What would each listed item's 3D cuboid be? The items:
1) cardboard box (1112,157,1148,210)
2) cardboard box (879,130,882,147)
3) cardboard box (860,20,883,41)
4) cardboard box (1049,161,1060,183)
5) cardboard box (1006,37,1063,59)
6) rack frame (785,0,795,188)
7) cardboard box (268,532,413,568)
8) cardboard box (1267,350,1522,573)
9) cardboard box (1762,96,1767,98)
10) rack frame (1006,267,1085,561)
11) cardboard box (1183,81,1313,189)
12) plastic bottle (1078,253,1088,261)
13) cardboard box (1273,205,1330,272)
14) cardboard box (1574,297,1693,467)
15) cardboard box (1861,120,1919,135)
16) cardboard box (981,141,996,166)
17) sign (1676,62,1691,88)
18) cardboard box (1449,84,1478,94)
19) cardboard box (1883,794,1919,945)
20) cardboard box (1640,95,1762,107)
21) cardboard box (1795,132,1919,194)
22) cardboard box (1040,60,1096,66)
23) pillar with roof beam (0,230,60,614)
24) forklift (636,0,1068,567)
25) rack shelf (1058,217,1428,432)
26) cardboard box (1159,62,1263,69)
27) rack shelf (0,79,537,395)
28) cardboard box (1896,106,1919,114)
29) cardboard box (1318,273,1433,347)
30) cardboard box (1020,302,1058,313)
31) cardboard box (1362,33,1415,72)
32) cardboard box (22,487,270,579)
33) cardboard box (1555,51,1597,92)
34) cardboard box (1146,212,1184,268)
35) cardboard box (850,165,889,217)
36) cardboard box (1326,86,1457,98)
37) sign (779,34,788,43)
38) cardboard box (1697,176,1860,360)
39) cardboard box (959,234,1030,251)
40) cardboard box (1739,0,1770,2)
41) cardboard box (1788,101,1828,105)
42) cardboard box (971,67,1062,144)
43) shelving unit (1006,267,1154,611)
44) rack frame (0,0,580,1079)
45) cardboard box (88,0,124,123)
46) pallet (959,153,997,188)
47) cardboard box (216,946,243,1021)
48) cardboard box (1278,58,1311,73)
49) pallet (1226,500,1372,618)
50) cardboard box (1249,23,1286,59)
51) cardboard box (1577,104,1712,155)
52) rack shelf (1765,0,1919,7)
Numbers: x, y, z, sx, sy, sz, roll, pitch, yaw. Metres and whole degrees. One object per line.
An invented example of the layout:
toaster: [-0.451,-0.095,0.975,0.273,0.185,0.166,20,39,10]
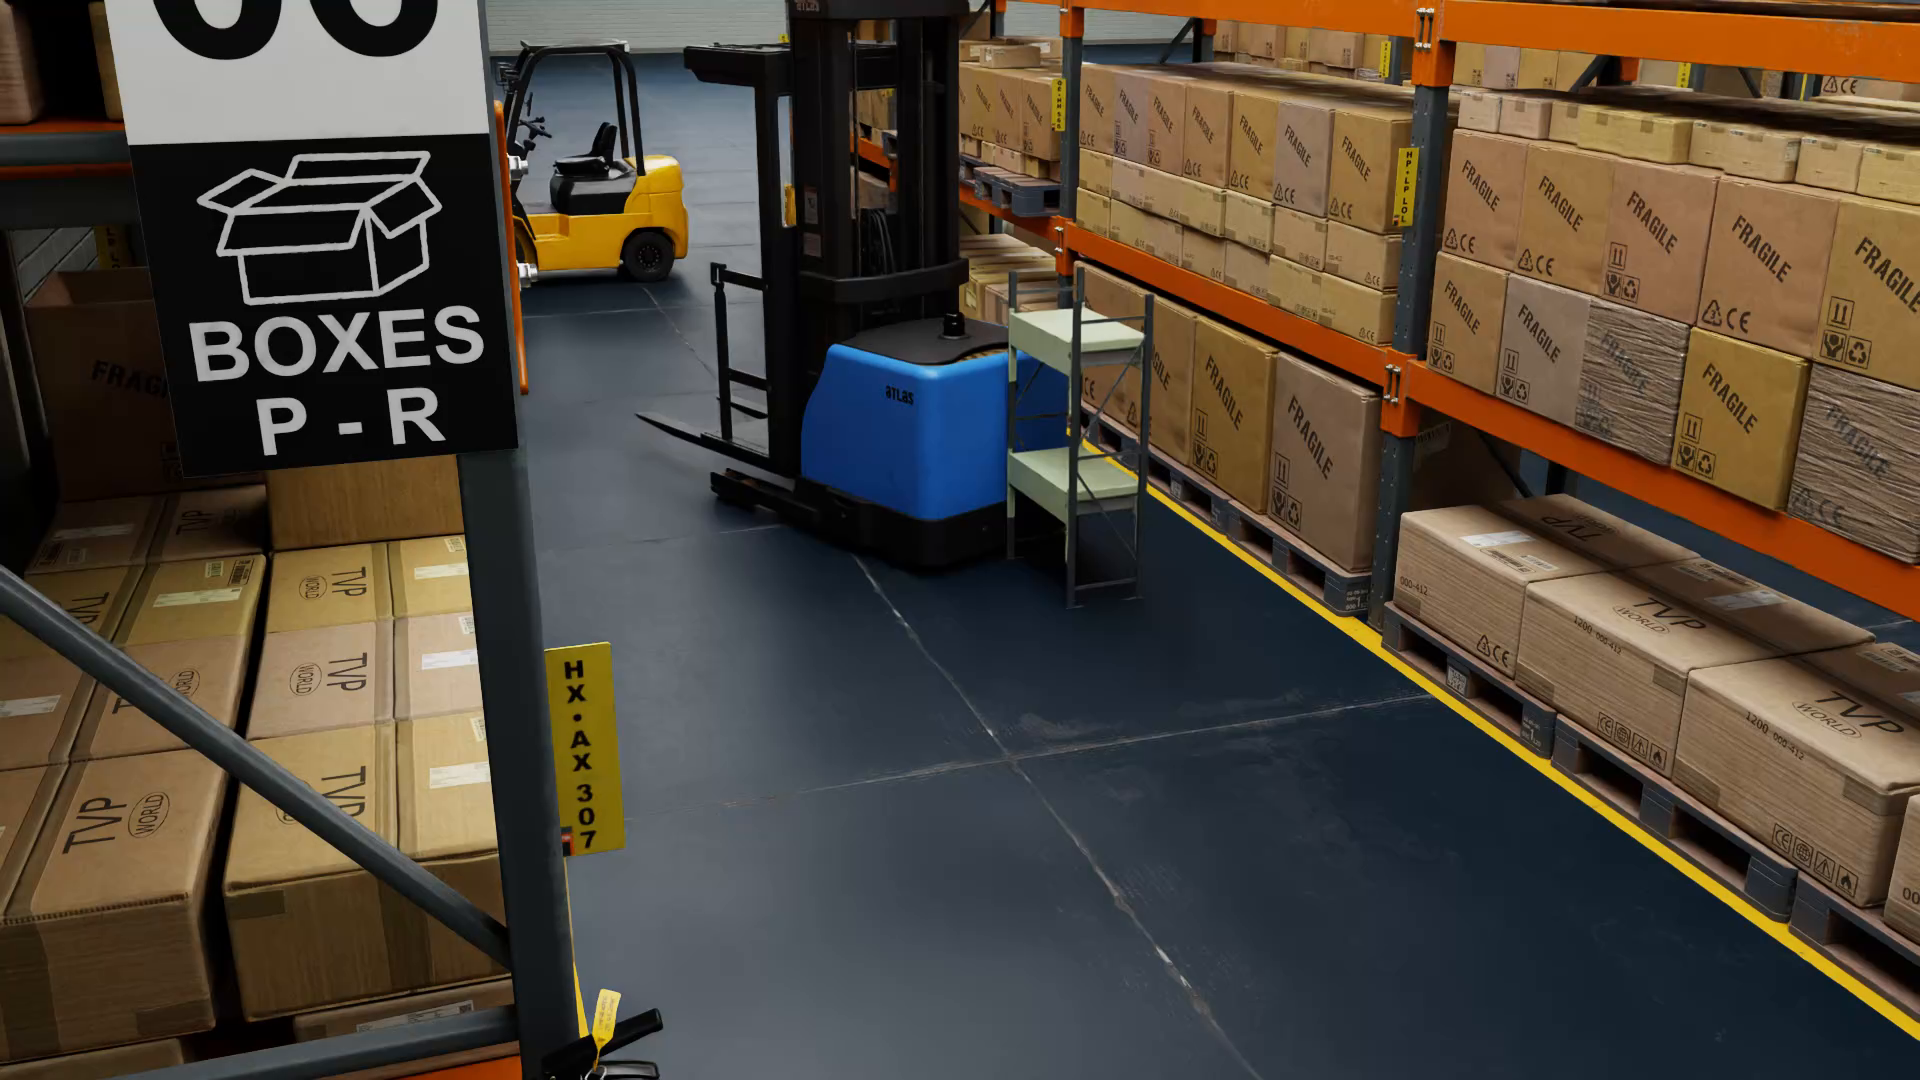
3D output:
cardboard box: [1.232,-2.140,9.919,0.500,0.250,0.500,-6,21,-16]
cardboard box: [-0.502,-3.566,14.779,0.380,0.149,0.250,-7,21,-18]
cardboard box: [-0.566,-4.923,16.119,0.700,0.500,0.500,-7,21,-18]
cardboard box: [0.819,-2.489,11.160,0.380,0.149,0.250,-6,21,-15]
cardboard box: [0.585,-3.874,13.096,0.380,0.149,0.250,-7,21,-20]
rack frame: [-1.369,-4.897,18.113,1.000,3.000,0.127,-6,21,-17]
cardboard box: [-1.440,0.036,4.160,0.500,0.250,0.500,-7,21,-19]
cardboard box: [2.132,-0.434,8.210,0.875,0.875,0.875,-6,21,-16]
cardboard box: [8.858,-4.754,18.086,0.380,0.149,0.250,-6,21,-17]
rack frame: [0.429,-0.625,8.438,0.400,1.500,0.023,-8,21,-20]
cardboard box: [1.537,-2.175,8.908,0.500,0.500,0.500,-6,21,-16]
plastic bottle: [1.263,-2.844,16.744,0.133,0.061,0.283,-3,20,-8]
cardboard box: [1.869,-1.486,8.099,0.500,0.250,0.500,-6,21,-16]
cardboard box: [2.606,-0.593,5.981,0.500,0.500,0.500,-6,21,-17]
cardboard box: [3.235,-1.310,5.539,0.380,0.149,0.250,-6,21,-17]
cardboard box: [0.373,-2.812,12.059,0.380,0.149,0.250,-6,21,-16]
sign: [5.287,-3.373,12.157,0.100,0.325,0.005,-6,21,-17]
cardboard box: [4.625,-3.860,15.077,0.500,0.500,0.500,-6,21,-17]
cardboard box: [3.358,1.044,4.740,0.875,0.438,0.875,-7,21,-19]
cardboard box: [2.851,-1.627,6.422,0.380,0.149,0.250,-6,21,-17]
cardboard box: [2.839,-1.169,5.148,0.380,0.149,0.250,-6,21,-15]
cardboard box: [0.730,-3.381,12.683,0.500,0.500,0.500,-7,21,-19]
pillar with roof beam: [1.142,-3.479,5.291,9.100,9.000,0.400,-6,21,-17]
forklift: [-0.781,-1.664,9.212,1.130,2.935,3.031,-17,26,-39]
rack shelf: [1.774,-1.349,9.300,1.077,0.370,4.000,-6,21,-17]
cardboard box: [1.556,-2.709,10.395,0.500,0.500,0.500,-7,21,-19]
rack shelf: [-1.680,-0.949,3.748,1.077,0.370,4.000,-6,21,-17]
cardboard box: [6.649,-2.889,11.392,0.380,0.149,0.250,-6,21,-16]
cardboard box: [2.022,-1.093,7.743,0.500,0.250,0.500,-7,21,-18]
cardboard box: [0.977,-1.473,11.847,0.950,0.372,0.625,-8,21,-21]
cardboard box: [4.472,-4.873,16.226,0.875,0.550,0.550,-6,21,-17]
cardboard box: [-1.924,0.084,4.026,0.500,0.250,0.500,-6,21,-17]
cardboard box: [5.358,-3.878,13.647,0.700,0.500,0.500,-7,21,-18]
cardboard box: [1.398,-1.744,9.555,0.500,0.250,0.500,-6,21,-15]
cardboard box: [-0.876,-3.358,16.165,0.500,0.500,0.500,-5,20,-14]
cardboard box: [2.196,-2.057,8.579,0.500,0.500,0.500,-7,21,-19]
sign: [-1.884,-5.247,17.806,0.100,0.325,0.005,-6,21,-17]
cardboard box: [2.782,-0.895,5.343,0.500,0.500,0.500,-7,21,-18]
cardboard box: [0.055,-2.406,14.445,0.950,0.372,0.625,-6,21,-17]
cardboard box: [8.735,-5.599,18.002,0.500,0.500,0.500,-6,21,-17]
cardboard box: [5.861,-2.993,11.682,0.380,0.149,0.250,-7,21,-19]
cardboard box: [0.406,-3.157,12.061,0.500,0.500,0.500,-8,21,-21]
shelving unit: [0.564,-0.510,8.118,0.431,1.500,0.755,-8,21,-20]
rack frame: [-1.048,0.766,2.347,0.949,2.616,0.053,-6,21,-17]
cardboard box: [-0.930,-0.654,2.235,0.380,0.149,0.250,-6,21,-16]
pallet: [0.484,-2.870,12.755,1.003,0.211,1.213,-6,21,-17]
cardboard box: [-1.431,0.718,2.851,0.380,0.149,0.250,-6,21,-16]
cardboard box: [3.914,-4.879,17.840,0.875,0.550,0.500,-6,21,-17]
pallet: [2.089,0.027,8.530,1.003,0.211,1.213,-6,21,-17]
cardboard box: [3.686,-5.550,18.112,0.875,0.550,0.550,-6,21,-17]
cardboard box: [2.492,-1.496,6.057,0.380,0.149,0.250,-7,21,-18]
rack shelf: [6.441,-3.320,10.348,1.077,0.370,4.000,-6,21,-17]
